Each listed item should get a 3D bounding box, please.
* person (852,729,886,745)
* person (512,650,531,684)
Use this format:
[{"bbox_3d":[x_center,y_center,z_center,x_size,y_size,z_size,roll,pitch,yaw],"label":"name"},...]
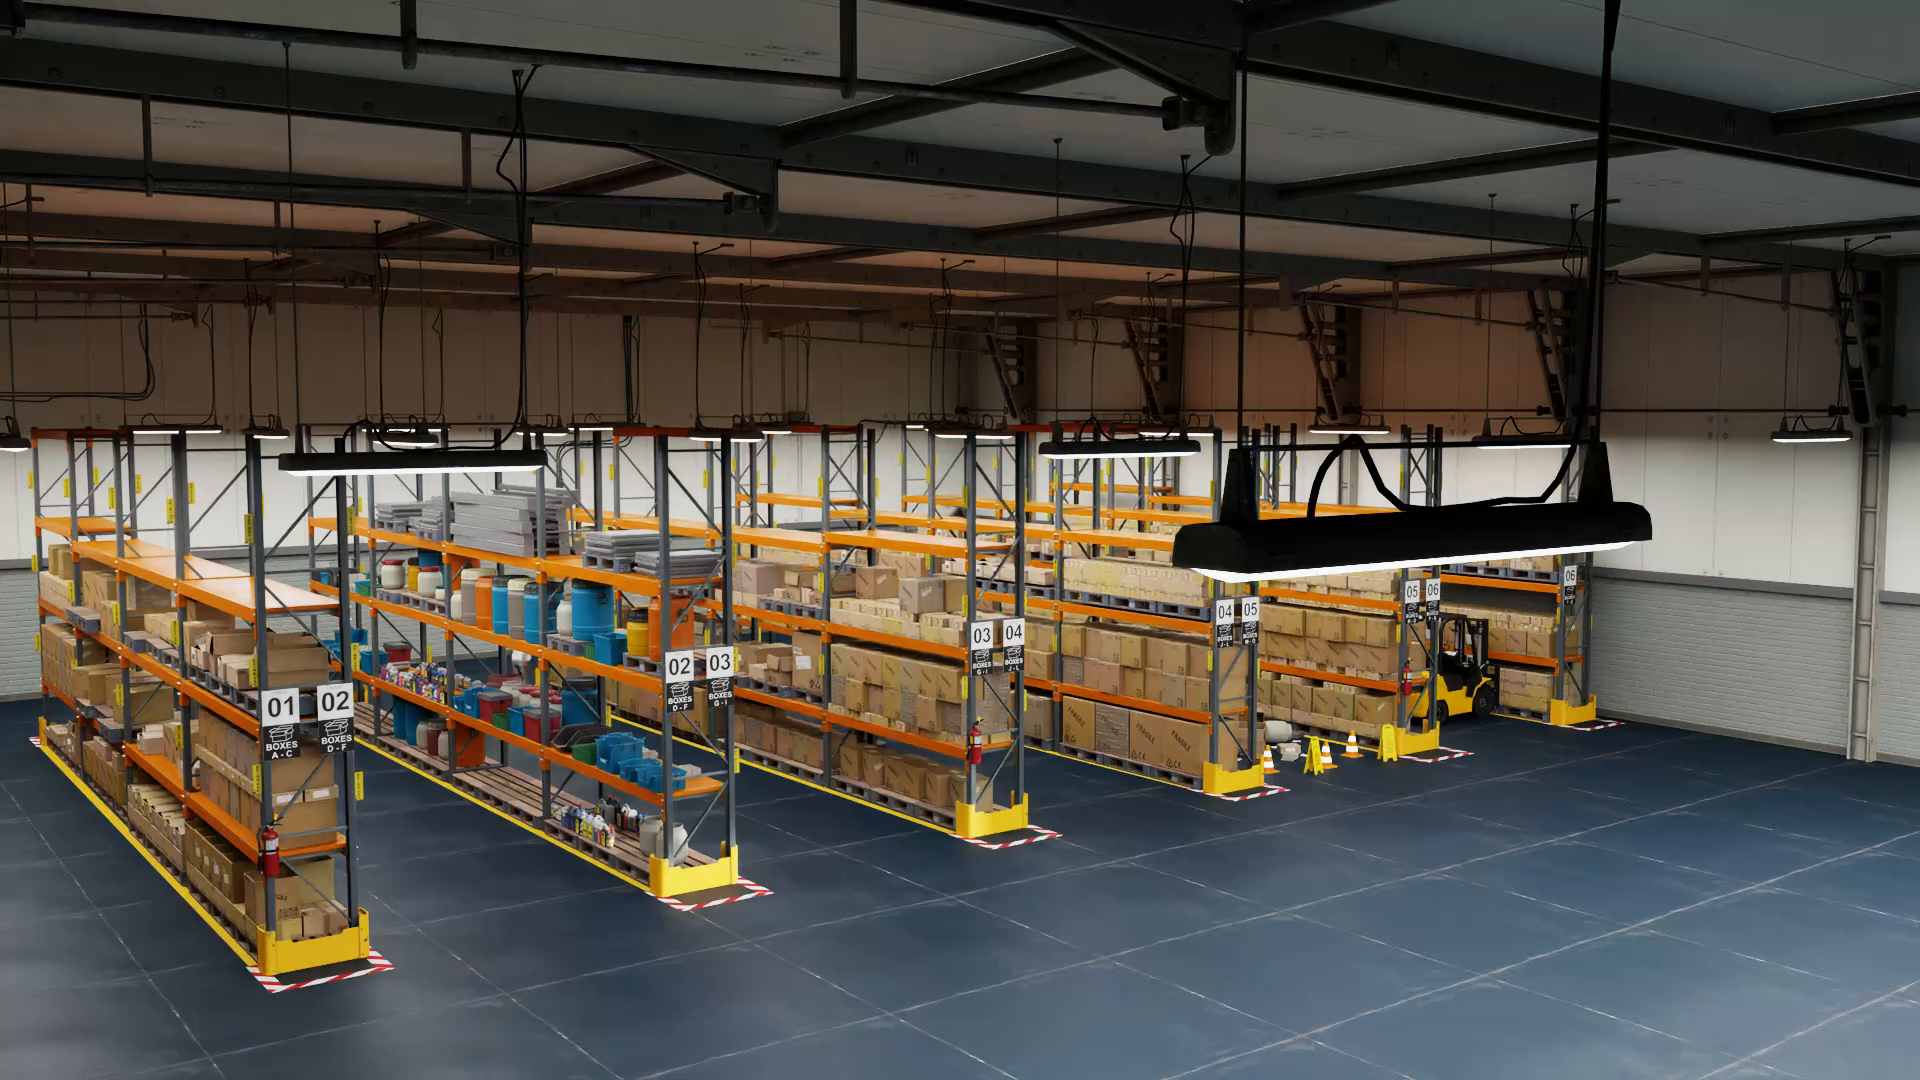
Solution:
[{"bbox_3d":[-1.697,2.983,31.440,0.547,1.786,0.660,-2,5,-24],"label":"person"},{"bbox_3d":[-9.473,2.611,35.957,0.581,1.777,0.381,4,6,41],"label":"person"}]
